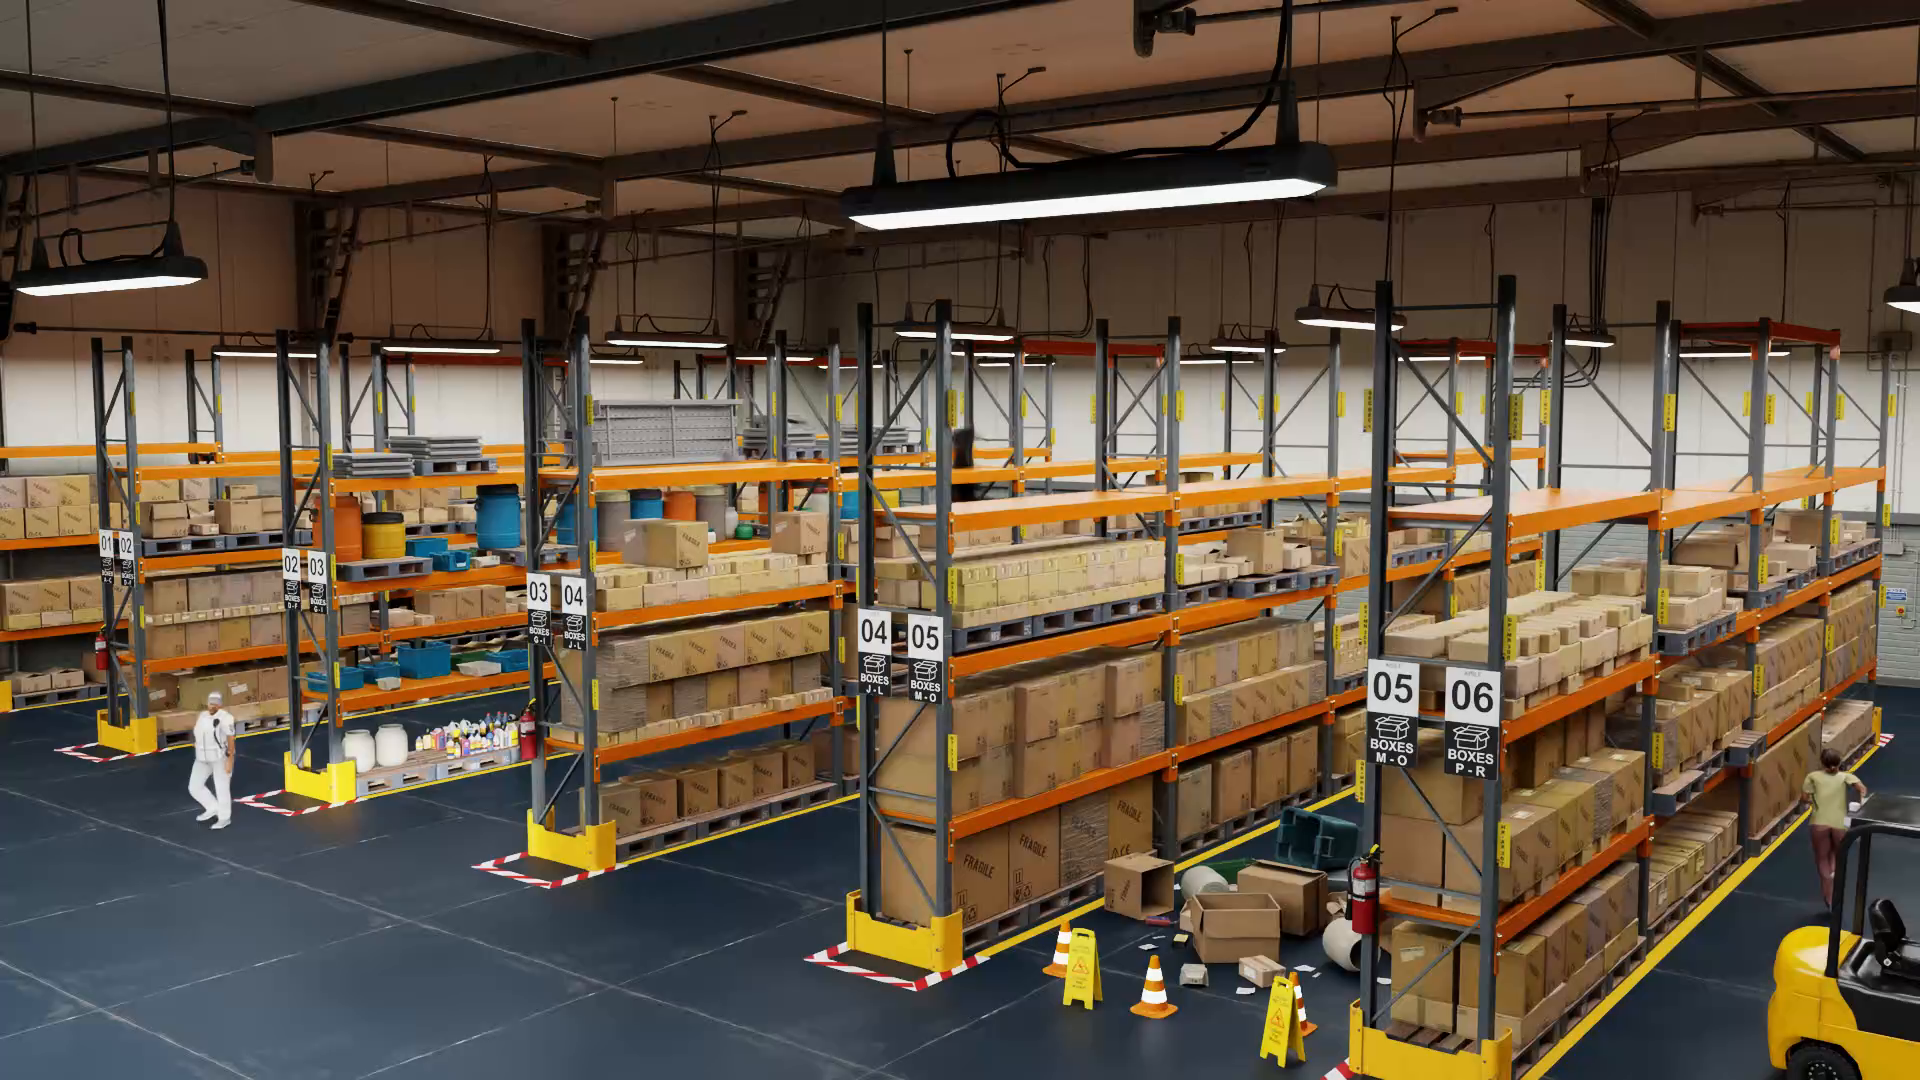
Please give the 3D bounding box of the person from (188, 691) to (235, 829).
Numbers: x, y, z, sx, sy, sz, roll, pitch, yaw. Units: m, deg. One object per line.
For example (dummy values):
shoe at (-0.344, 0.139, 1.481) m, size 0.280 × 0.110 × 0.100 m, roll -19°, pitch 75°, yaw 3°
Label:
person at (-8.900, 2.609, 19.824) m, size 0.581 × 1.655 × 0.465 m, roll 1°, pitch 5°, yaw 10°

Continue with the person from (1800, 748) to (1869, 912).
person at (8.785, 2.918, 16.763) m, size 0.587 × 1.574 × 0.738 m, roll 2°, pitch 5°, yaw 21°

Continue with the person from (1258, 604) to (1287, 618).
person at (5.980, 1.472, 32.153) m, size 0.990 × 1.783 × 0.690 m, roll 5°, pitch 7°, yaw 45°
